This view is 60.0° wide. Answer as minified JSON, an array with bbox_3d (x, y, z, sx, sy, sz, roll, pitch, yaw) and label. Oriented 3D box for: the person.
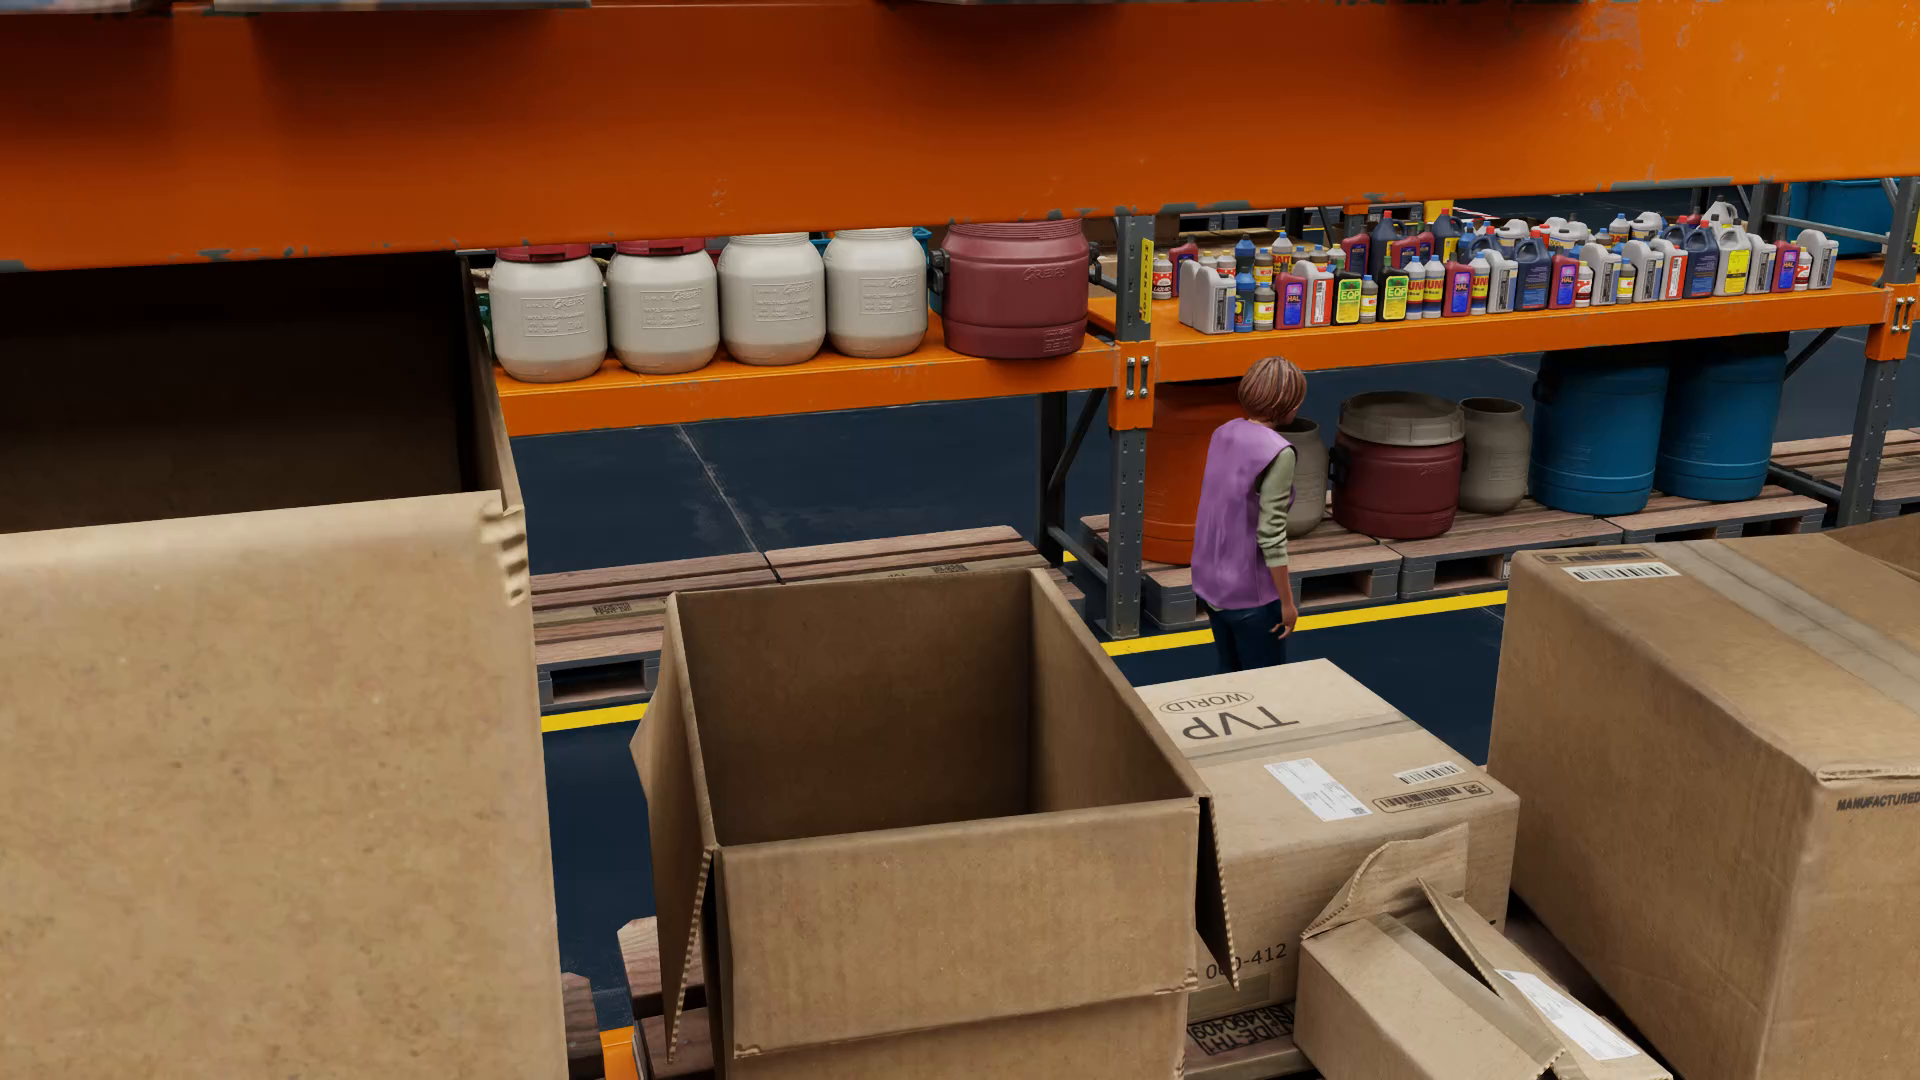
[{"bbox_3d":[0.967,0.174,5.596,0.345,1.592,0.484,-8,21,-20],"label":"person"}]
